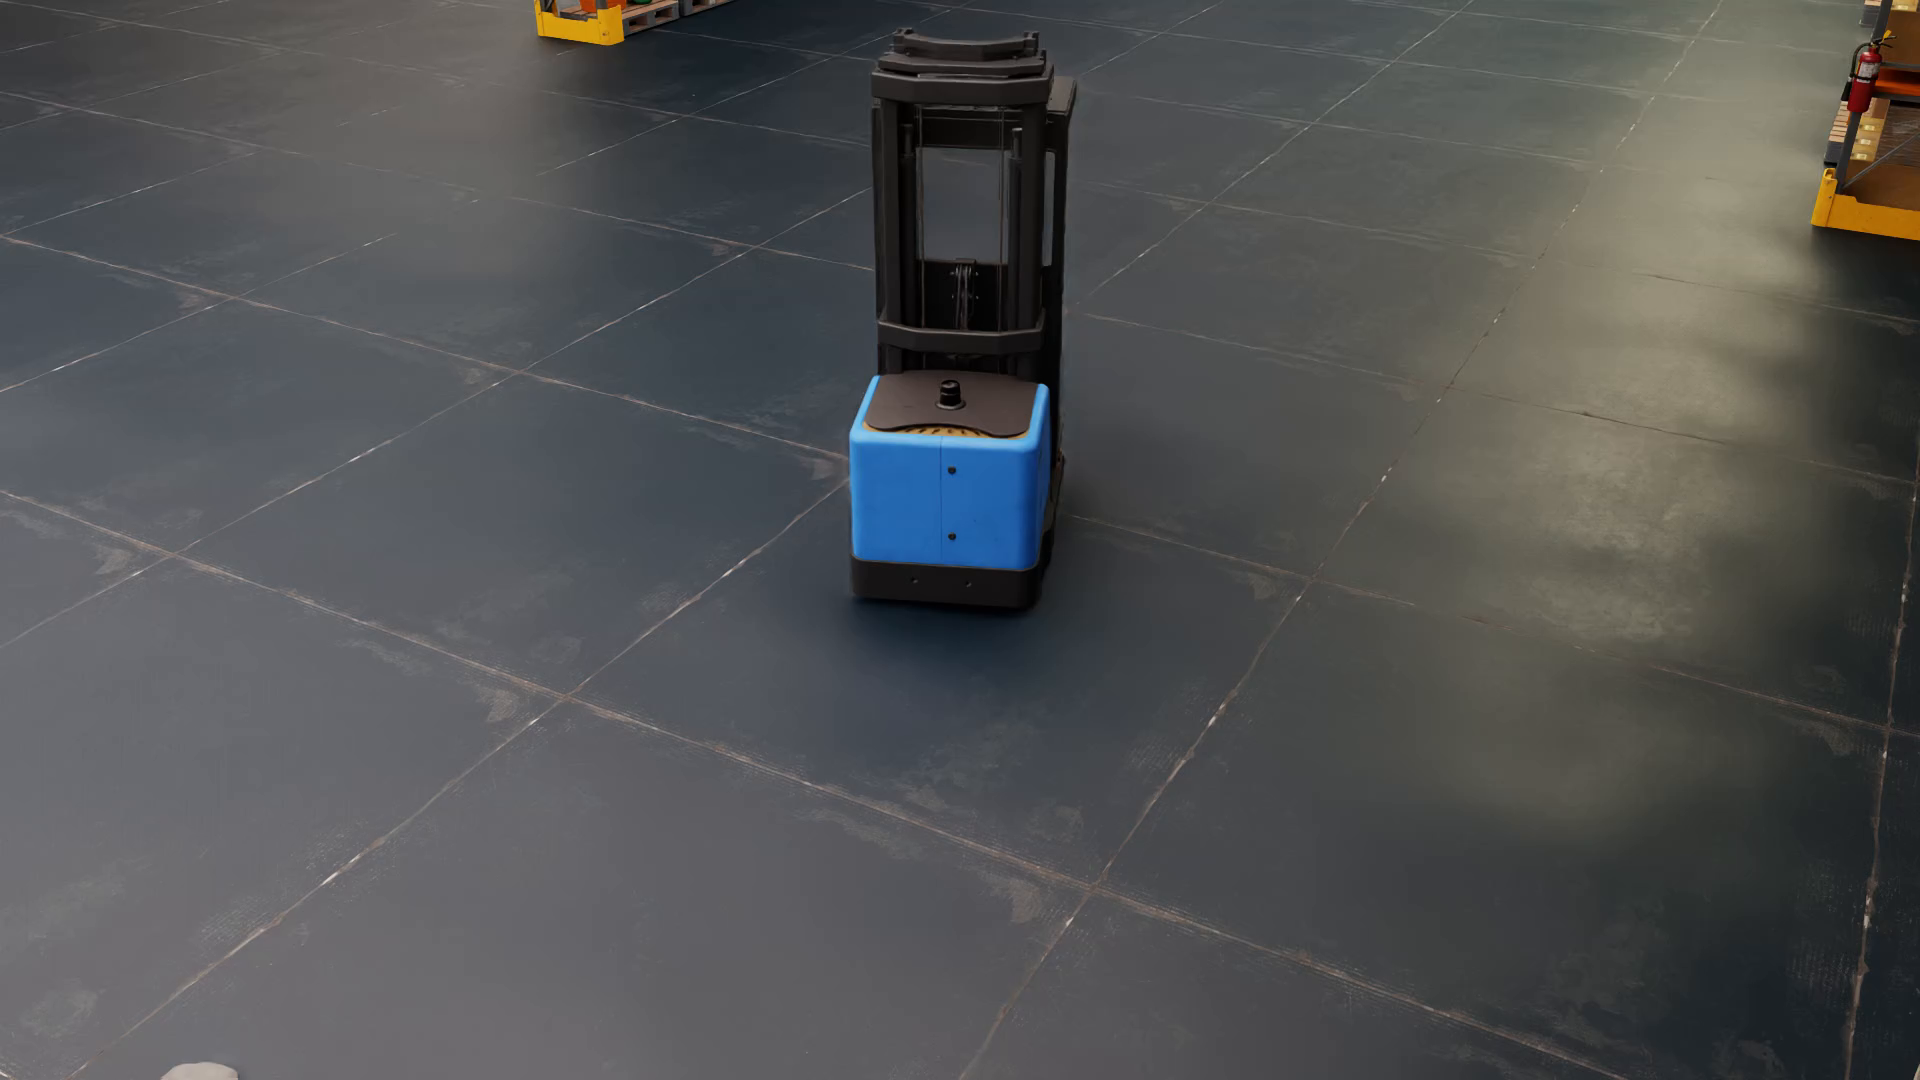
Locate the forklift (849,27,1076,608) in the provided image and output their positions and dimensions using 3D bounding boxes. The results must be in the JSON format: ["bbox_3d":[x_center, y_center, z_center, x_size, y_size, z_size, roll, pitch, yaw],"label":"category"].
[{"bbox_3d":[0.084,-1.609,9.858,1.130,2.935,3.031,4,30,6],"label":"forklift"}]

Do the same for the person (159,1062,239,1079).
[{"bbox_3d":[-2.031,2.133,4.682,0.890,1.646,0.728,11,32,19],"label":"person"}]
